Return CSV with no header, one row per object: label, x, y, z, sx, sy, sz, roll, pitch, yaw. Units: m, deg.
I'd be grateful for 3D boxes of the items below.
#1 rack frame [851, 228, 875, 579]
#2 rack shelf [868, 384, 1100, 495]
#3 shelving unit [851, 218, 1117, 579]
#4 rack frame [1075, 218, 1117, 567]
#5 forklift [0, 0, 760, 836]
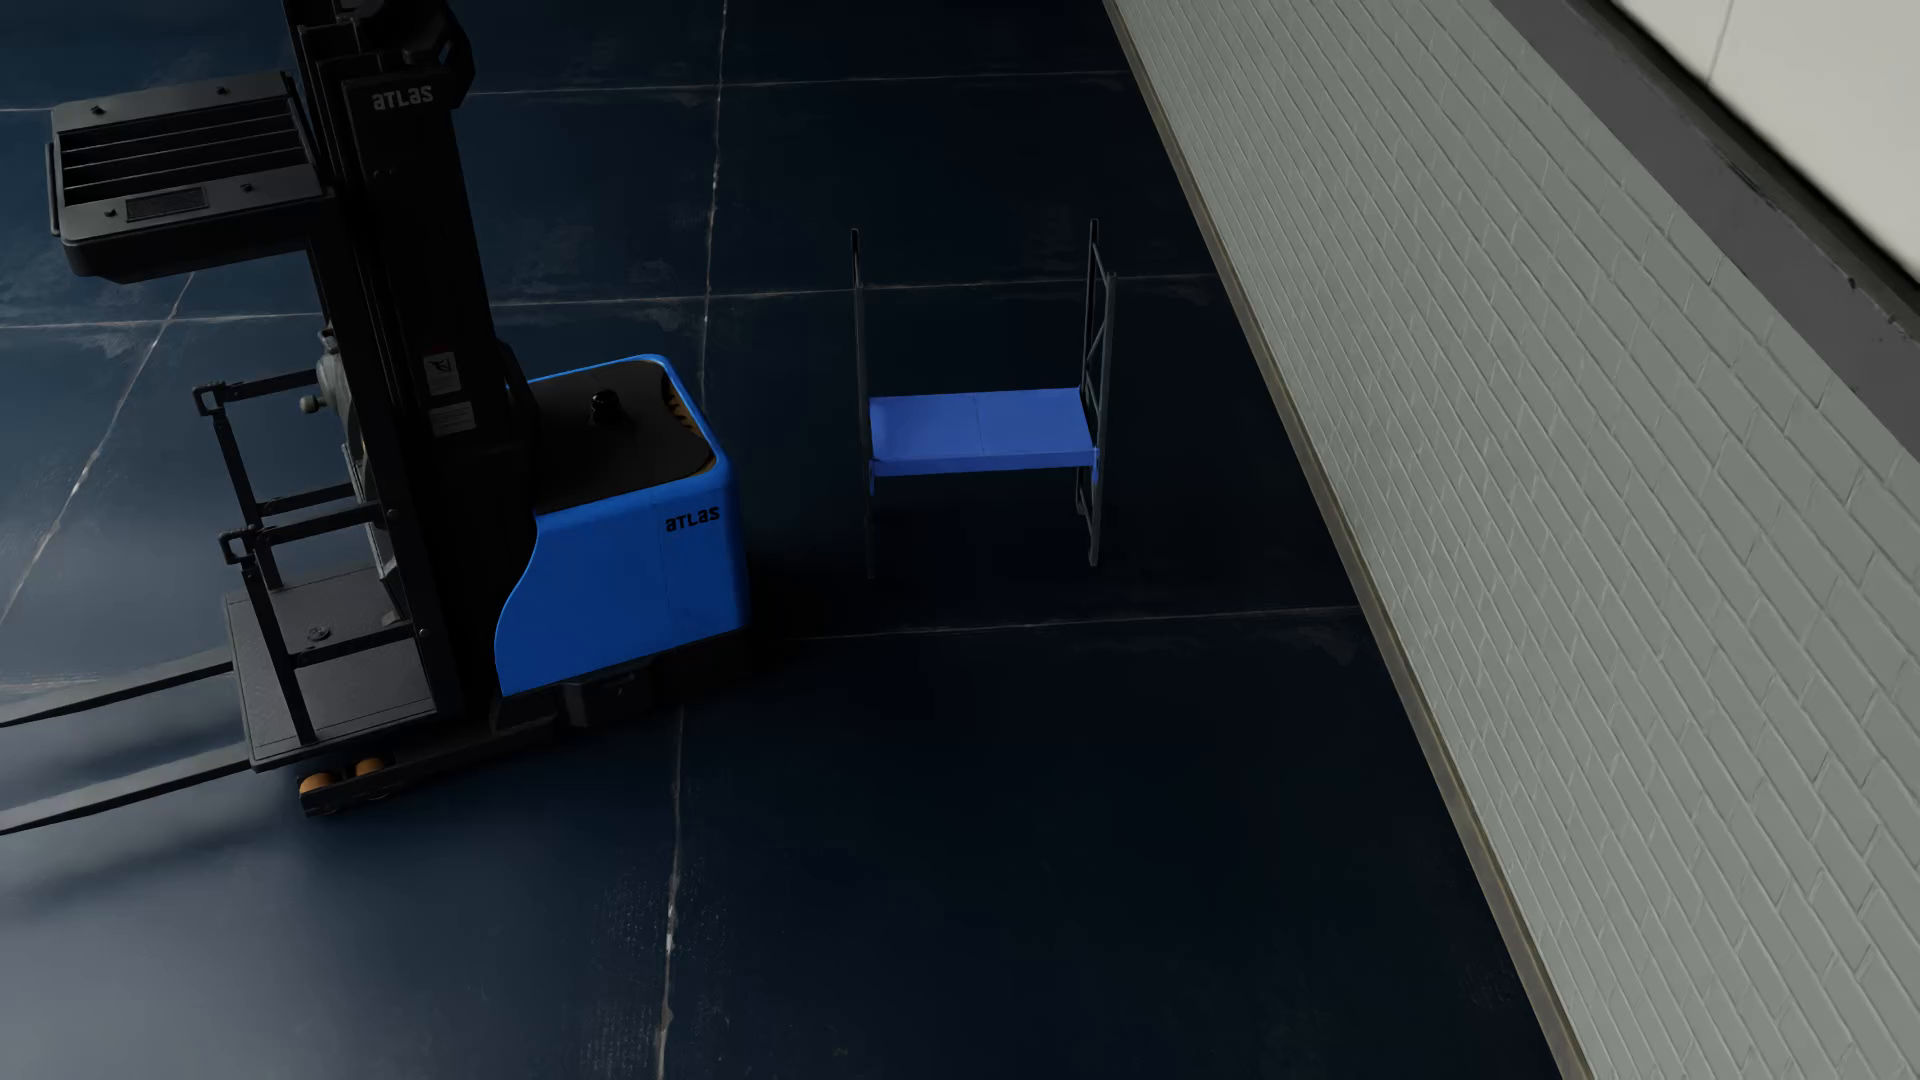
rack frame,-0.421,-0.566,7.256,0.032,1.500,0.500,-3,38,-4
rack shelf,0.085,-0.452,7.403,1.000,0.185,0.538,-3,38,-4
shelving unit,0.085,-0.593,7.291,1.048,1.500,0.538,-3,38,-4
rack frame,0.591,-0.621,7.327,0.032,1.500,0.500,-3,38,-4
forklift,-2.403,-0.464,5.972,3.031,2.935,1.130,-16,41,-19
